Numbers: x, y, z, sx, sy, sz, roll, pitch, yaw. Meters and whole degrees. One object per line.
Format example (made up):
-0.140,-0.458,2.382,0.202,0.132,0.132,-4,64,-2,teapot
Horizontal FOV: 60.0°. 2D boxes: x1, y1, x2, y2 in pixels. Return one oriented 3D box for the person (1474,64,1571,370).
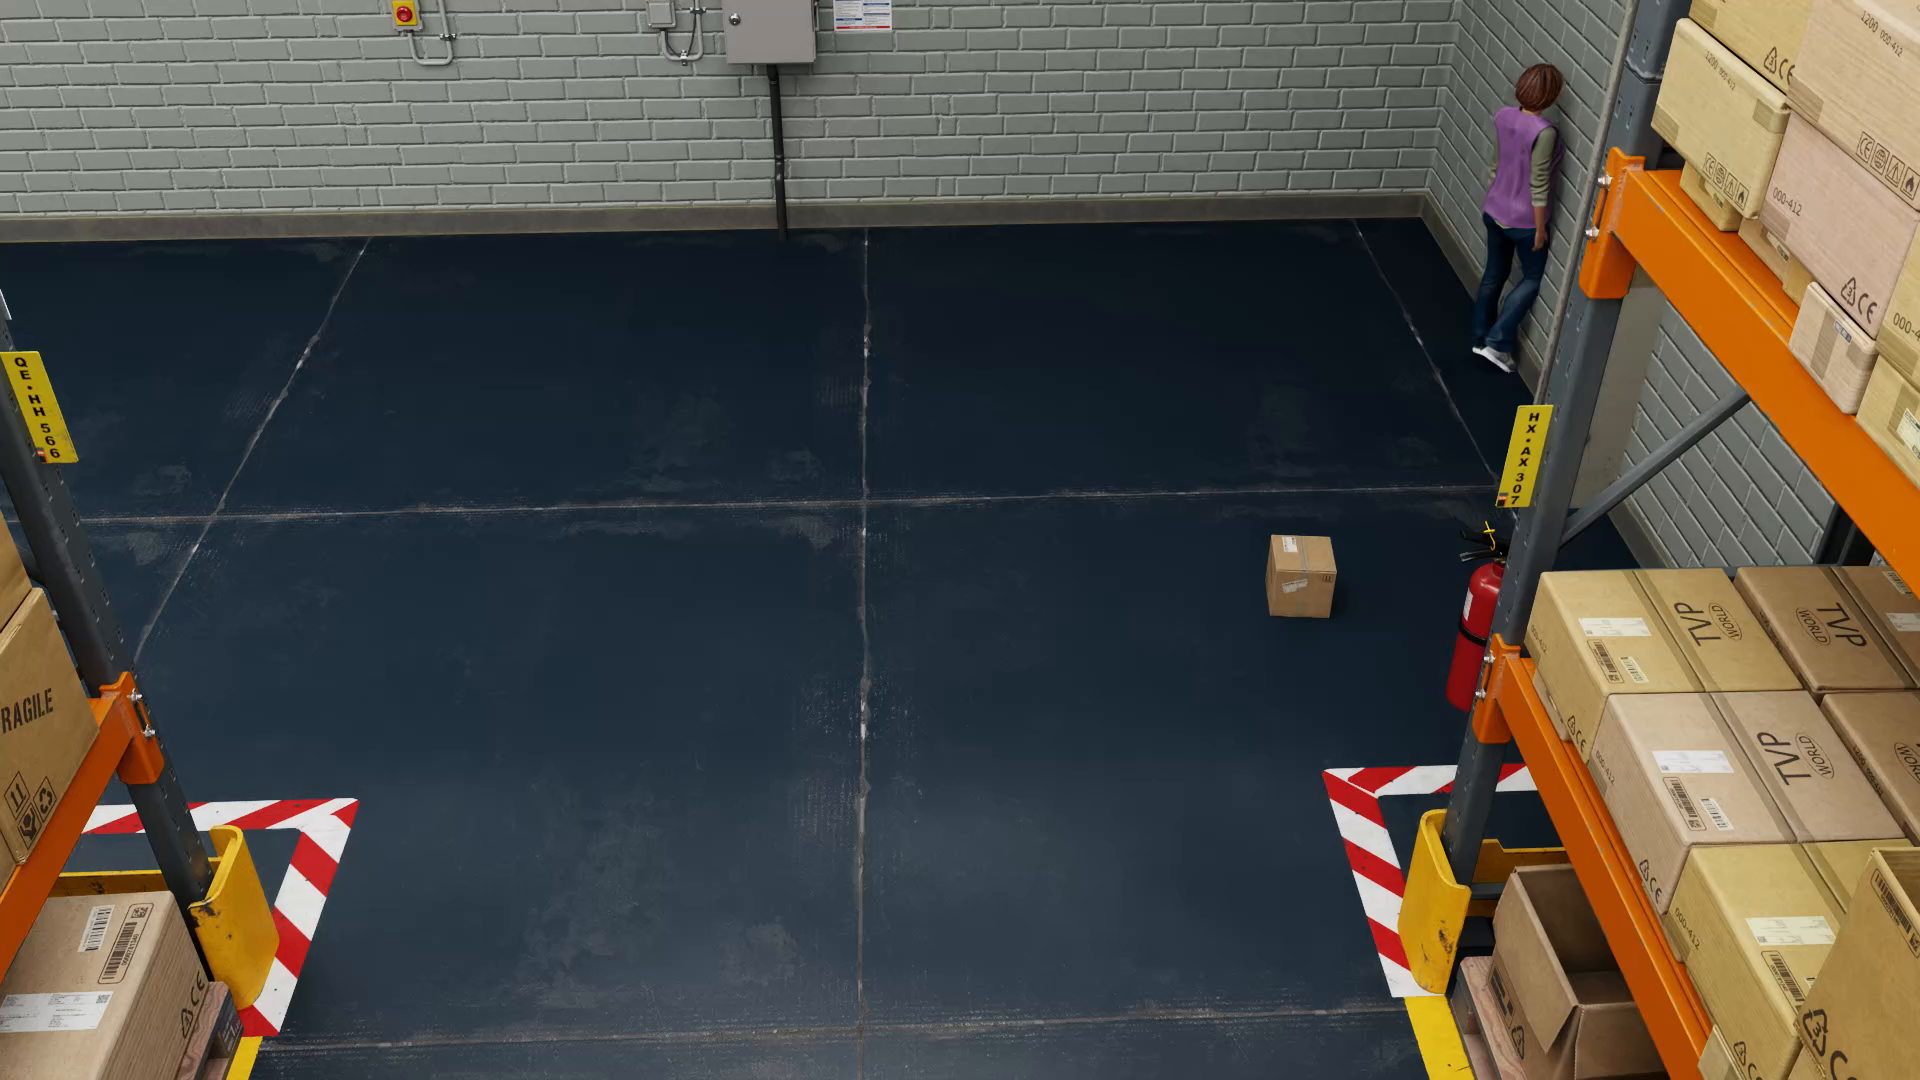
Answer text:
2.866,-1.613,8.410,0.350,1.635,0.424,-15,38,-20,person
